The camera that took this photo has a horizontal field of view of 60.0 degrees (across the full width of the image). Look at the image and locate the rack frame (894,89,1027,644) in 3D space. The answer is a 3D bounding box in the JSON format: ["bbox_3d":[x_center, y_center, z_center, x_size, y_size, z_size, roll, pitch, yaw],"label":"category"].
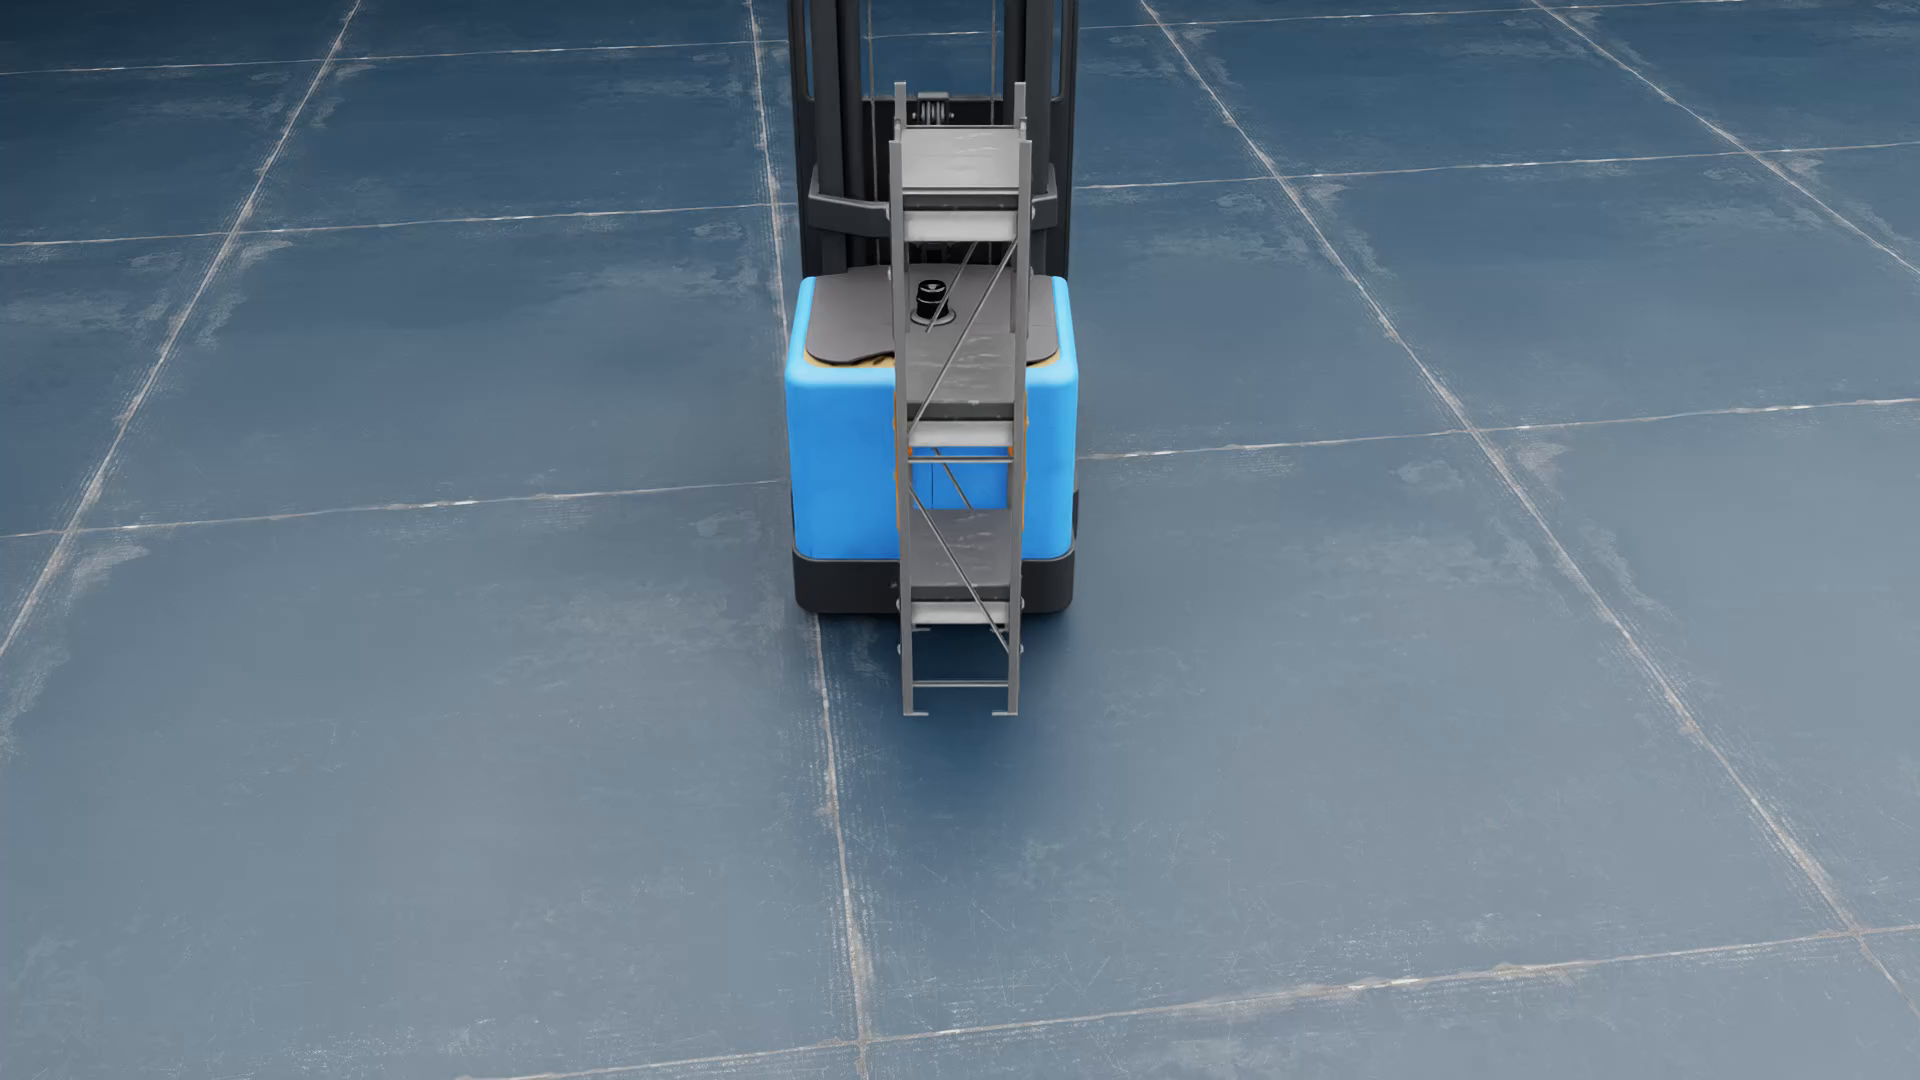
[{"bbox_3d":[0.001,-0.487,5.600,0.400,2.100,0.015,0,34,0],"label":"rack frame"}]

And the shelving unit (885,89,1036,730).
[{"bbox_3d":[0.001,-0.350,5.398,0.431,2.100,0.503,0,34,0],"label":"shelving unit"}]

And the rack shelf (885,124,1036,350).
[{"bbox_3d":[0.001,-0.917,5.012,0.431,0.518,0.480,0,34,0],"label":"rack shelf"}]

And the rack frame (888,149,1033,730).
[{"bbox_3d":[0.002,-0.212,5.197,0.400,2.100,0.015,0,34,0],"label":"rack frame"}]

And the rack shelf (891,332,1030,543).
[{"bbox_3d":[0.001,-0.338,5.406,0.431,0.518,0.480,0,34,0],"label":"rack shelf"}]

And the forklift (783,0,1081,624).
[{"bbox_3d":[-0.101,-1.692,6.630,1.130,2.935,3.031,0,34,0],"label":"forklift"}]

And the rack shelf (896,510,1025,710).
[{"bbox_3d":[0.001,0.240,5.800,0.431,0.518,0.480,0,34,0],"label":"rack shelf"}]
